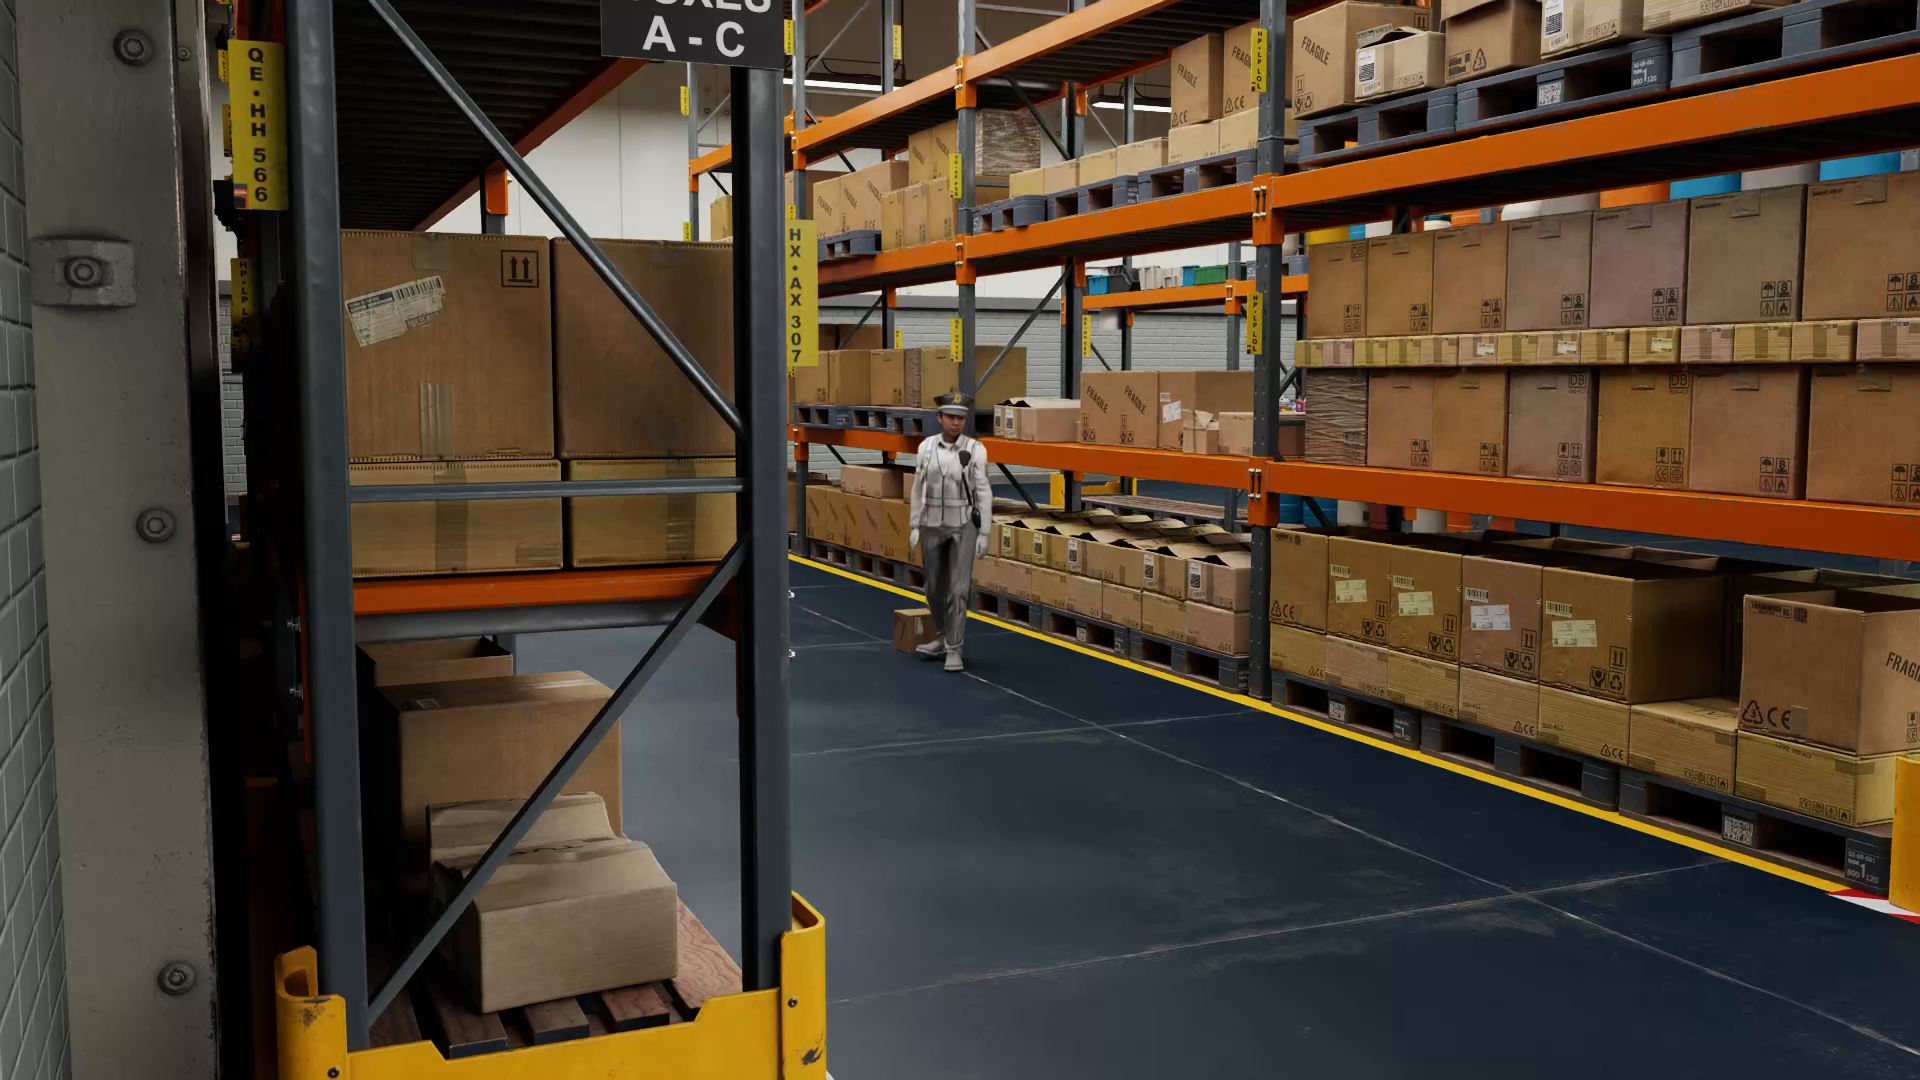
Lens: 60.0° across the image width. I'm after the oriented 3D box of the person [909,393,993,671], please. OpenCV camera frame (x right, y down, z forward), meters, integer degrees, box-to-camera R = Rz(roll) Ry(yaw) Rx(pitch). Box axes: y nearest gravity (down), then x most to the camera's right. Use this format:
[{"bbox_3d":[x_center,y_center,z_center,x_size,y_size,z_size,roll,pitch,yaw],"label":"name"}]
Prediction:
[{"bbox_3d":[-0.049,-0.063,10.109,0.524,1.664,0.542,2,6,16],"label":"person"}]
